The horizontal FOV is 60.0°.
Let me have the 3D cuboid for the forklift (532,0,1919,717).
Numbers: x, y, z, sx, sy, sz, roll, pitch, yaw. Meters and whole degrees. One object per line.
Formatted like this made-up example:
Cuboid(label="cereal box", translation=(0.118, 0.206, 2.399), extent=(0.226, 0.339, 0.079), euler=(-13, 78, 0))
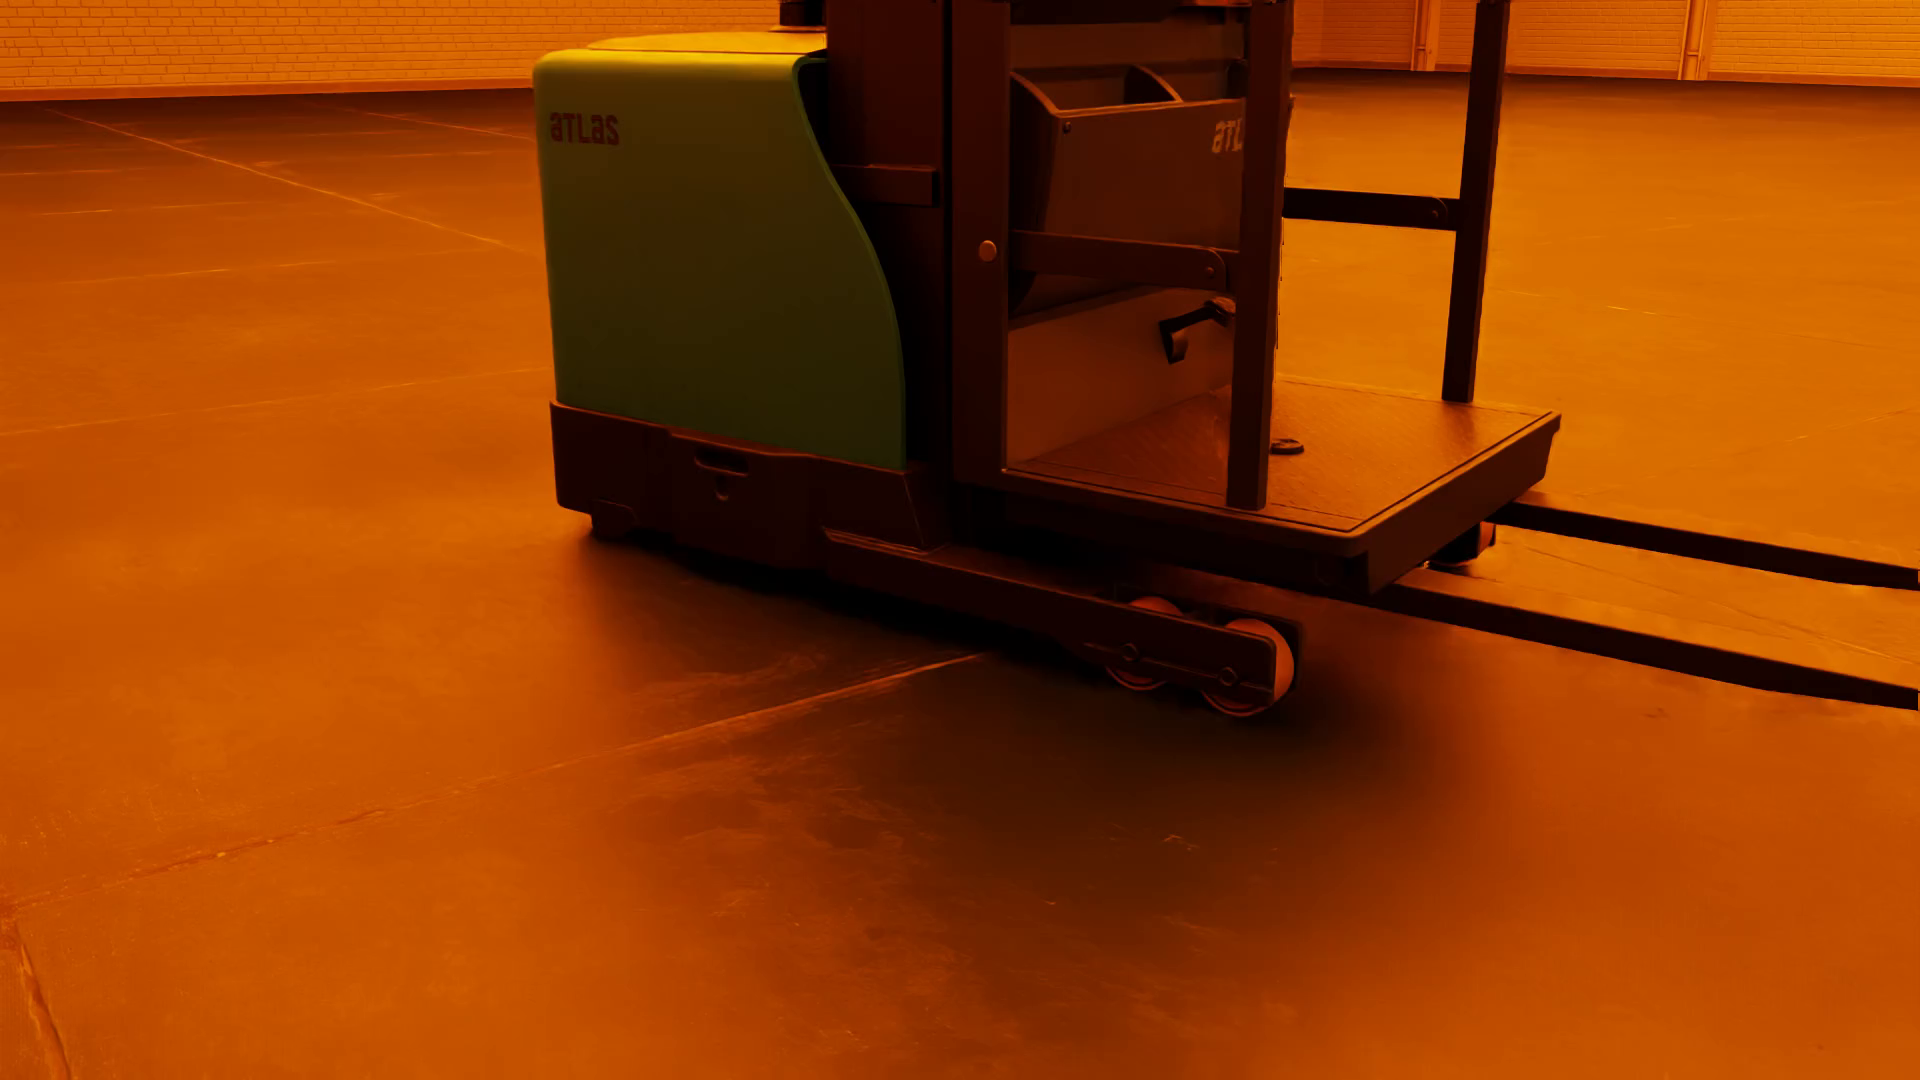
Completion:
Cuboid(label="forklift", translation=(0.554, -1.276, 2.979), extent=(3.031, 2.935, 1.130), euler=(12, 21, 34))
